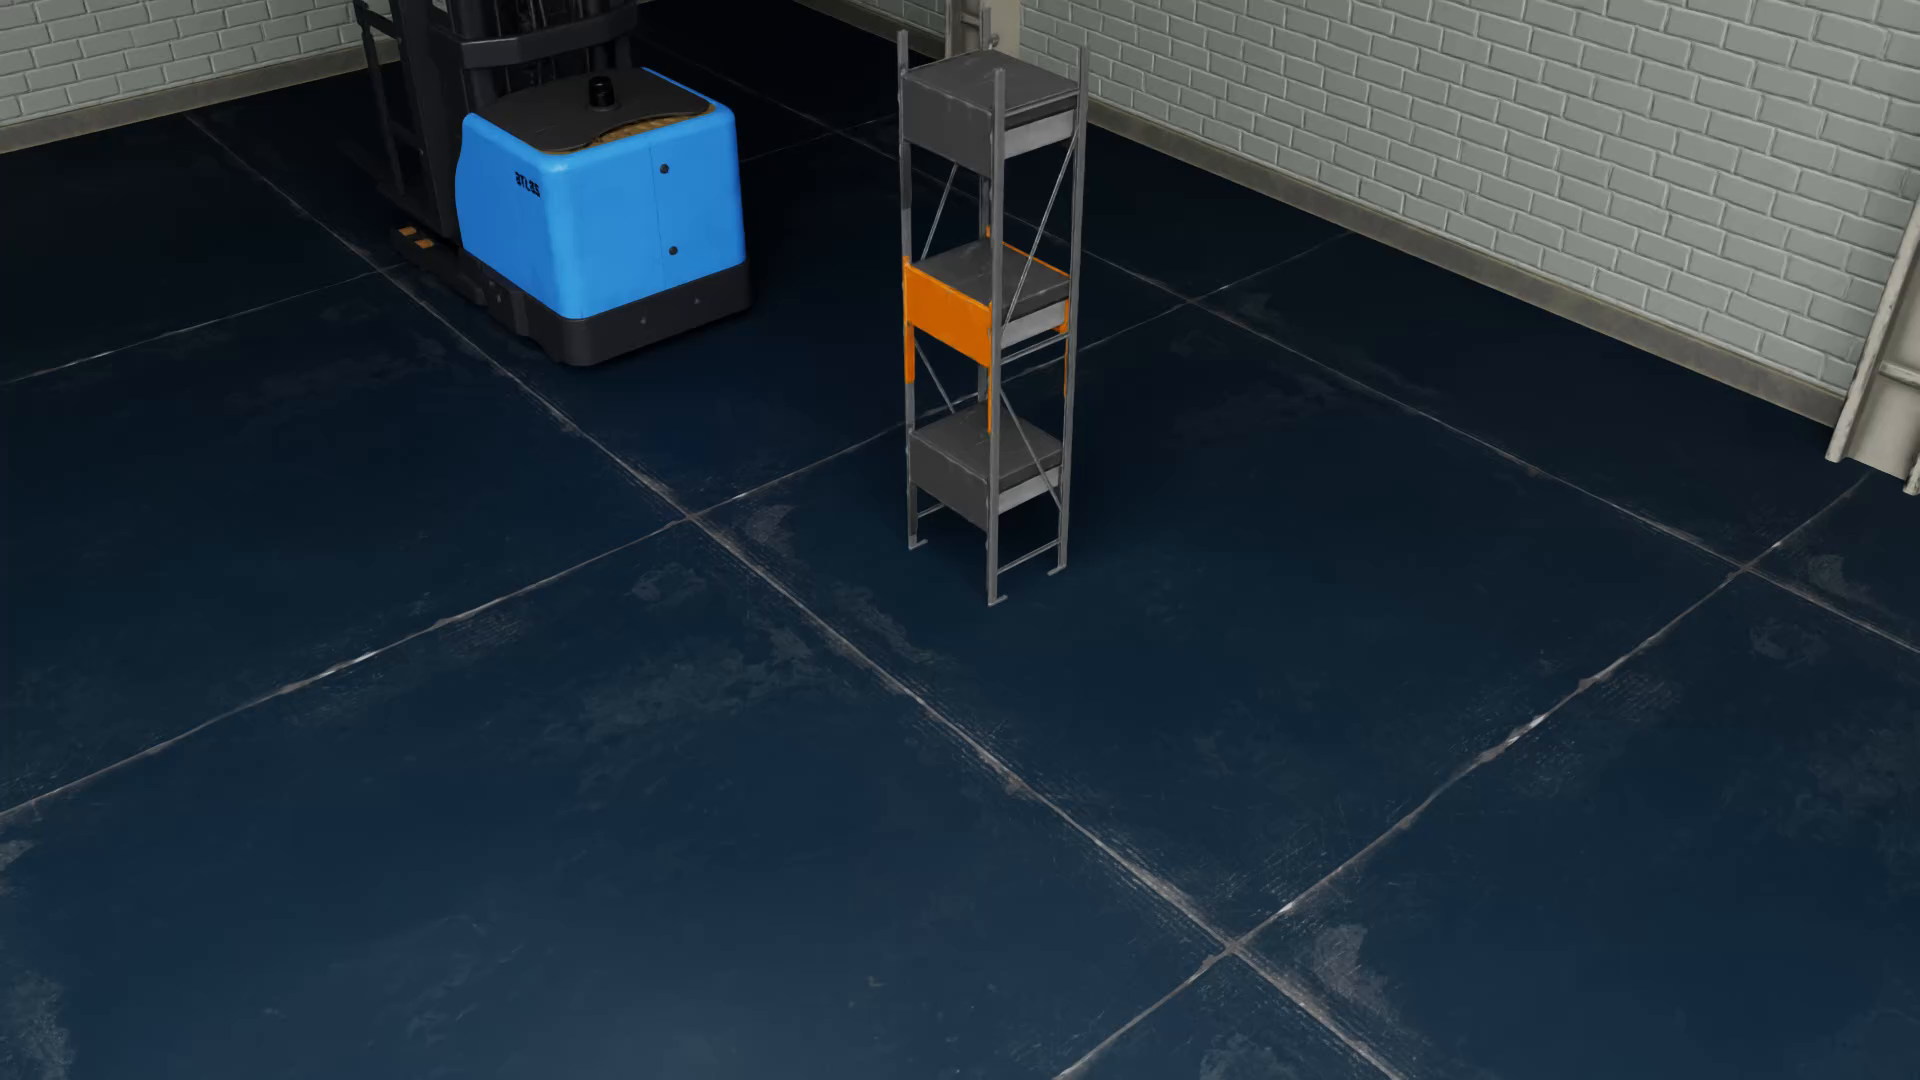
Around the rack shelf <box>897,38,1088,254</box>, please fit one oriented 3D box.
[{"bbox_3d":[0.107,-1.344,5.643,0.431,0.518,0.480,-26,43,-32],"label":"rack shelf"}]

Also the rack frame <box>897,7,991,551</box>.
[{"bbox_3d":[-0.051,-0.892,6.192,0.400,2.100,0.015,-26,43,-32],"label":"rack frame"}]

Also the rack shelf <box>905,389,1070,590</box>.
[{"bbox_3d":[0.107,-0.201,6.452,0.431,0.518,0.480,-26,43,-32],"label":"rack shelf"}]

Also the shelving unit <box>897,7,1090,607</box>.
[{"bbox_3d":[0.107,-0.784,6.040,0.431,2.100,0.503,-26,43,-32],"label":"shelving unit"}]

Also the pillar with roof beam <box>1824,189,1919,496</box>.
[{"bbox_3d":[0.726,-2.396,2.347,9.100,9.000,0.400,-26,43,-32],"label":"pillar with roof beam"}]

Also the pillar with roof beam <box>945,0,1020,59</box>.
[{"bbox_3d":[-3.146,-5.045,6.087,9.100,9.000,0.400,-26,43,-32],"label":"pillar with roof beam"}]

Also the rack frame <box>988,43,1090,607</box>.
[{"bbox_3d":[0.264,-0.676,5.888,0.400,2.100,0.015,-26,43,-32],"label":"rack frame"}]

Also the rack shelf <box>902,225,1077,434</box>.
[{"bbox_3d":[0.107,-0.773,6.048,0.431,0.518,0.480,-26,43,-32],"label":"rack shelf"}]

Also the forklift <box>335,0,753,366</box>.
[{"bbox_3d":[-2.375,-2.783,8.143,1.130,2.935,3.031,-27,43,-32],"label":"forklift"}]
